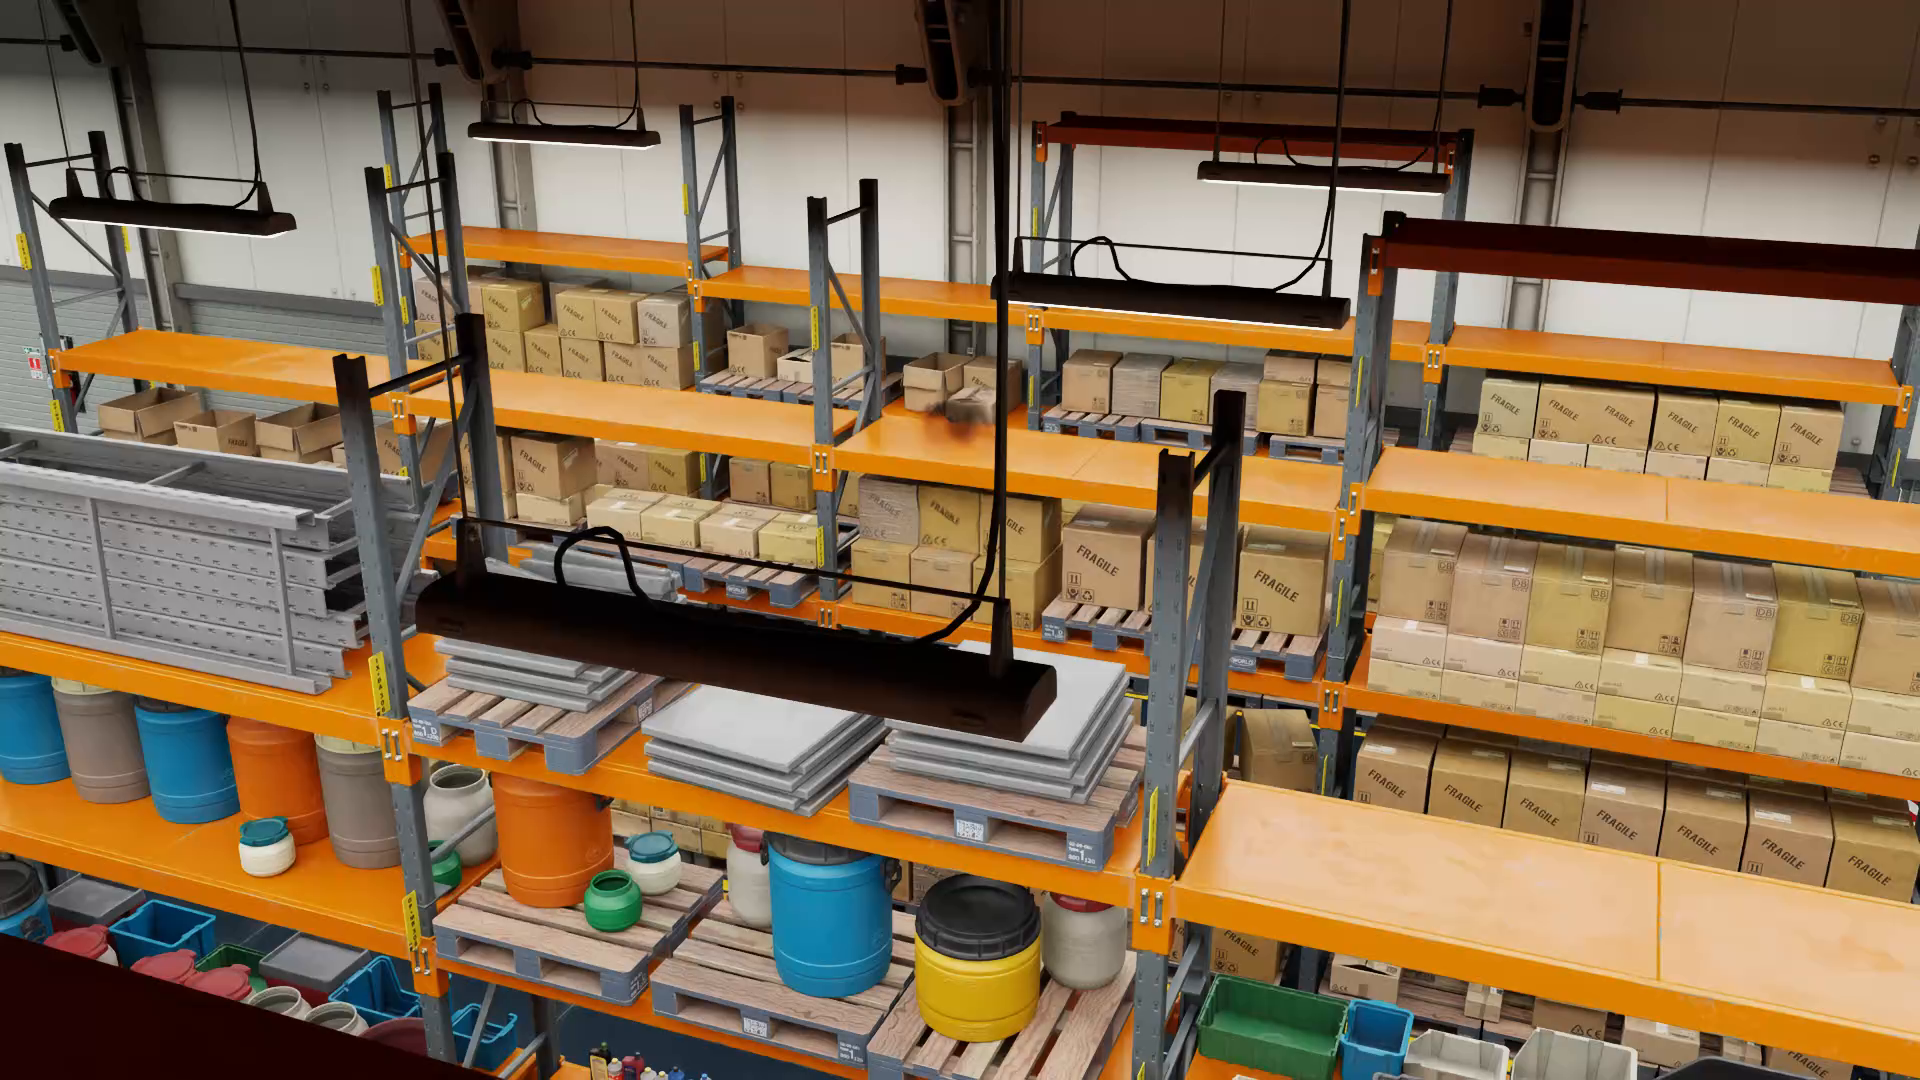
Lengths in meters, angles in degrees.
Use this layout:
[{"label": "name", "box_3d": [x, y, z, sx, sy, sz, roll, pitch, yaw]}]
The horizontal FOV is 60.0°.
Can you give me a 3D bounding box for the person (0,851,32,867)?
[{"label": "person", "box_3d": [-7.893, 2.429, 13.780, 0.464, 1.616, 0.344, 2, 21, 4]}]
